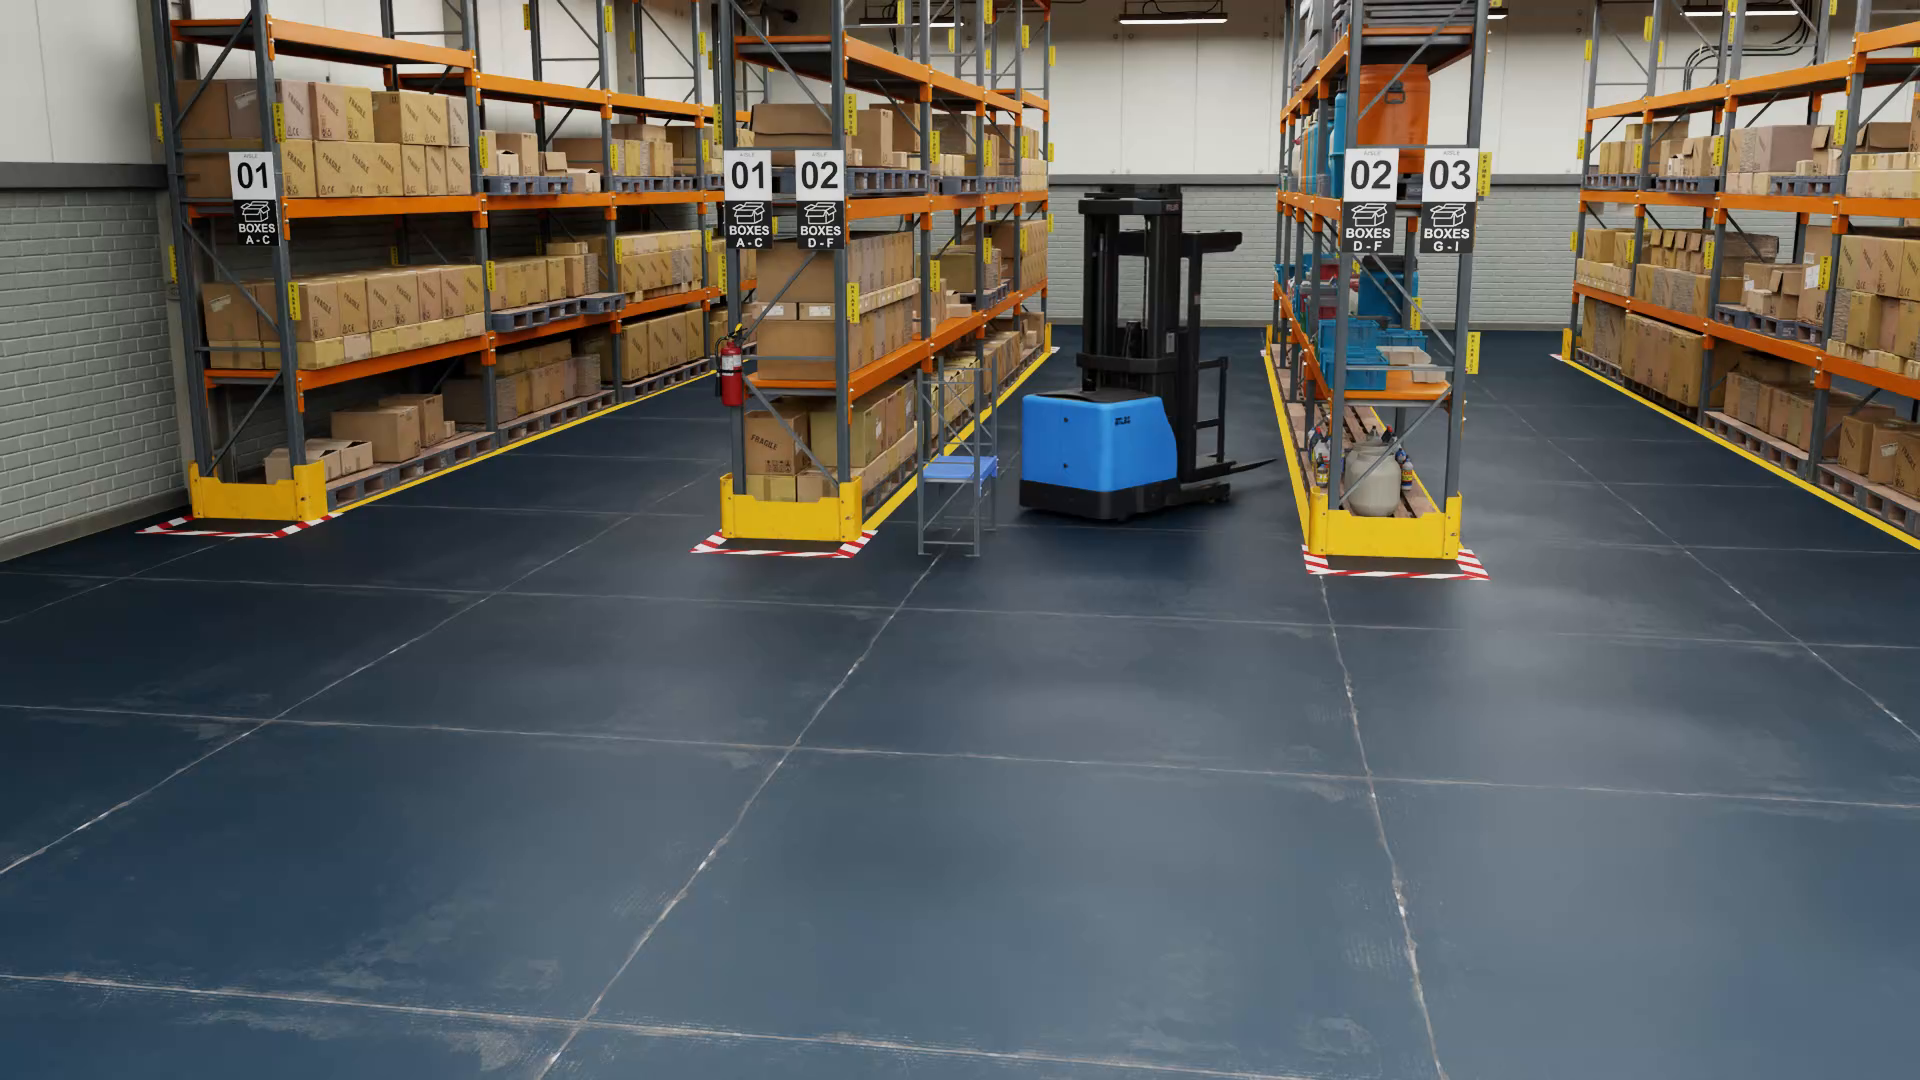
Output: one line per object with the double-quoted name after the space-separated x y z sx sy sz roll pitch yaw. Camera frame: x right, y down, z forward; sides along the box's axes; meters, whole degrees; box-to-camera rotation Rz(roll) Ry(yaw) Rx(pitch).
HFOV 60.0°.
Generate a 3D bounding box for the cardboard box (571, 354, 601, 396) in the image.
-5.152 -2.176 21.859 0.700 0.500 0.500 2 12 9 "cardboard box"

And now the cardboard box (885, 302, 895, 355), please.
-1.030 -2.084 16.306 0.700 0.500 0.500 2 12 9 "cardboard box"

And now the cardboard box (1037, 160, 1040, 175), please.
1.049 -6.154 27.479 0.500 0.250 0.500 2 12 9 "cardboard box"

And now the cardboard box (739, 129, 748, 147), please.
-3.865 -6.640 27.904 0.500 0.500 0.500 1 12 6 "cardboard box"

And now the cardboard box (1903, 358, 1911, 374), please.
8.434 -1.496 14.413 0.380 0.149 0.250 2 12 9 "cardboard box"

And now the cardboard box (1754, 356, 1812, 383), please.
9.445 -1.961 19.084 0.500 0.250 0.500 3 13 15 "cardboard box"

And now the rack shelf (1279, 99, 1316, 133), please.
5.619 -6.648 26.138 1.077 0.370 4.000 2 12 9 "rack shelf"

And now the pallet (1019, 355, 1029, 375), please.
0.524 -2.787 26.425 1.003 0.211 1.213 2 12 9 "pallet"

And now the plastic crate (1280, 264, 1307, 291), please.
5.046 -3.976 25.217 0.392 0.384 0.575 2 12 9 "plastic crate"

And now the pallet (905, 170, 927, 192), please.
-0.918 -3.587 16.606 1.003 0.211 1.213 2 12 9 "pallet"

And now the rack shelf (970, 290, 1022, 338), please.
0.110 -3.239 23.612 1.077 0.370 4.000 2 12 9 "rack shelf"

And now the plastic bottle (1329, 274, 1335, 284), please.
5.351 -3.625 23.810 0.144 0.351 0.185 2 12 9 "plastic bottle"

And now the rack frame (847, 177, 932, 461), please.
-0.813 -2.342 17.741 1.000 3.000 0.127 2 12 9 "rack frame"

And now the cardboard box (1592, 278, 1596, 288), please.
10.245 -4.065 26.330 0.380 0.149 0.250 2 12 8 "cardboard box"

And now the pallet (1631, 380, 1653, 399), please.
10.161 -2.159 23.512 1.003 0.211 1.213 2 12 9 "pallet"

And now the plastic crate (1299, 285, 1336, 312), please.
4.146 -2.718 19.335 0.402 0.464 0.583 2 12 9 "plastic crate"

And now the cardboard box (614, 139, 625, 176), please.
-5.045 -5.279 22.969 0.700 0.500 0.500 1 12 6 "cardboard box"

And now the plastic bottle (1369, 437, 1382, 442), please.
4.087 -0.881 16.380 0.152 0.276 0.135 2 12 9 "plastic bottle"

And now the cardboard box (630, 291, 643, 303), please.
-4.641 -3.387 23.139 0.380 0.149 0.250 2 12 10 "cardboard box"

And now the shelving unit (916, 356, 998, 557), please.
-0.013 -0.715 13.753 0.538 1.500 1.048 2 12 9 "shelving unit"

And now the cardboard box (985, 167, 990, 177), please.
-0.085 -4.888 22.197 0.910 0.500 0.500 2 12 9 "cardboard box"

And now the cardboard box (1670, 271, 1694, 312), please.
9.581 -3.224 21.598 0.500 0.500 0.500 1 12 7 "cardboard box"

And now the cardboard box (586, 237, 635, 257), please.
-4.764 -3.997 22.650 0.500 0.250 0.500 2 12 10 "cardboard box"

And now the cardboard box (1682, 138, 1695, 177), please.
9.884 -5.001 21.717 0.797 0.503 0.637 2 12 8 "cardboard box"

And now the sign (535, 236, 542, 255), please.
-5.642 -3.918 22.304 0.100 0.325 0.005 2 12 9 "sign"

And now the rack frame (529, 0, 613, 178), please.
-5.093 -6.267 21.714 1.000 3.000 0.127 2 12 9 "rack frame"

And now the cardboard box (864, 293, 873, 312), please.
-0.998 -2.165 15.142 0.380 0.149 0.250 1 12 7 "cardboard box"

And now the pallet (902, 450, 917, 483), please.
-0.976 -0.815 17.273 1.003 0.211 1.213 2 12 9 "pallet"

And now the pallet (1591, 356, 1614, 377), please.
10.585 -2.733 26.174 1.003 0.211 1.213 2 12 9 "pallet"

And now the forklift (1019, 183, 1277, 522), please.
1.911 -1.842 15.583 1.130 2.935 3.031 11 16 42 "forklift"

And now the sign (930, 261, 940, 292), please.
-0.264 -2.786 17.559 0.100 0.325 0.005 2 12 9 "sign"

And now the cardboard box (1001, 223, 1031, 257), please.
0.847 -4.741 26.264 0.500 0.500 0.500 1 12 7 "cardboard box"

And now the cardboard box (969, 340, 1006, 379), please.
0.387 -2.576 23.713 0.500 0.500 0.500 1 12 7 "cardboard box"

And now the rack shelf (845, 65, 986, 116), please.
-0.505 -5.144 19.158 1.077 0.370 4.000 2 12 9 "rack shelf"

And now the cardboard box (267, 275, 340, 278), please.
-6.298 -2.289 16.025 0.500 0.500 0.500 2 12 7 "cardboard box"

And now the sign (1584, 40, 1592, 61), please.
10.273 -8.004 27.181 0.100 0.325 0.005 2 12 9 "sign"

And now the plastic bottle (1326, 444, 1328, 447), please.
3.532 -0.836 16.186 0.097 0.271 0.097 0 12 0 "plastic bottle"

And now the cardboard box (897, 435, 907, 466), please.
-0.817 -0.891 16.539 0.500 0.250 0.500 2 12 9 "cardboard box"

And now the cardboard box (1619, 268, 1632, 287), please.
10.014 -3.858 24.426 0.500 0.250 0.500 2 12 8 "cardboard box"

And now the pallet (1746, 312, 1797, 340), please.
9.326 -2.346 18.213 1.003 0.211 1.213 2 12 9 "pallet"

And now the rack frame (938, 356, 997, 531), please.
0.065 -0.821 14.244 0.500 1.500 0.032 2 12 9 "rack frame"

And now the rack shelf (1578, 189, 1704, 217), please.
10.513 -5.217 25.667 1.077 0.370 4.000 2 12 9 "rack shelf"

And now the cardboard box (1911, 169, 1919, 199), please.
8.416 -3.005 14.051 0.500 0.250 0.500 2 12 8 "cardboard box"

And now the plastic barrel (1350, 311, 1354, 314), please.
4.436 -2.384 18.262 0.301 0.262 0.301 0 12 0 "plastic barrel"

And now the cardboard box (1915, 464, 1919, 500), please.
8.646 -0.556 14.388 0.500 0.500 0.500 3 13 14 "cardboard box"

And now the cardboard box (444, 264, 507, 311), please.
-5.596 -2.871 18.911 0.700 0.500 0.500 2 12 9 "cardboard box"

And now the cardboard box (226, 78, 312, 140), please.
-6.024 -3.755 14.520 0.500 0.500 0.500 1 12 5 "cardboard box"

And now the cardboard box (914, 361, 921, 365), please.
-0.641 -2.101 20.820 0.500 0.311 0.500 2 12 7 "cardboard box"

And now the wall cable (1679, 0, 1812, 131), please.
15.096 -10.089 31.812 2.277 5.999 0.120 2 12 9 "wall cable"

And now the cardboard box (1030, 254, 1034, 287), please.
0.920 -4.364 26.887 0.500 0.500 0.500 2 12 8 "cardboard box"

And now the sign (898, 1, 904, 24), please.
-0.735 -6.618 20.938 0.100 0.325 0.005 2 12 9 "sign"

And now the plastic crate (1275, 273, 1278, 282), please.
5.328 -4.333 27.463 0.250 0.136 0.298 2 12 9 "plastic crate"

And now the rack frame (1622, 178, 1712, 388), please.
10.206 -3.686 23.975 1.000 3.000 0.127 2 12 9 "rack frame"

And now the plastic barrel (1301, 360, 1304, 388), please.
4.753 -2.225 22.108 0.421 0.512 0.421 0 12 0 "plastic barrel"

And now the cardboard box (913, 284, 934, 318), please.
-0.597 -2.660 18.978 0.500 0.500 0.500 3 12 13 "cardboard box"
